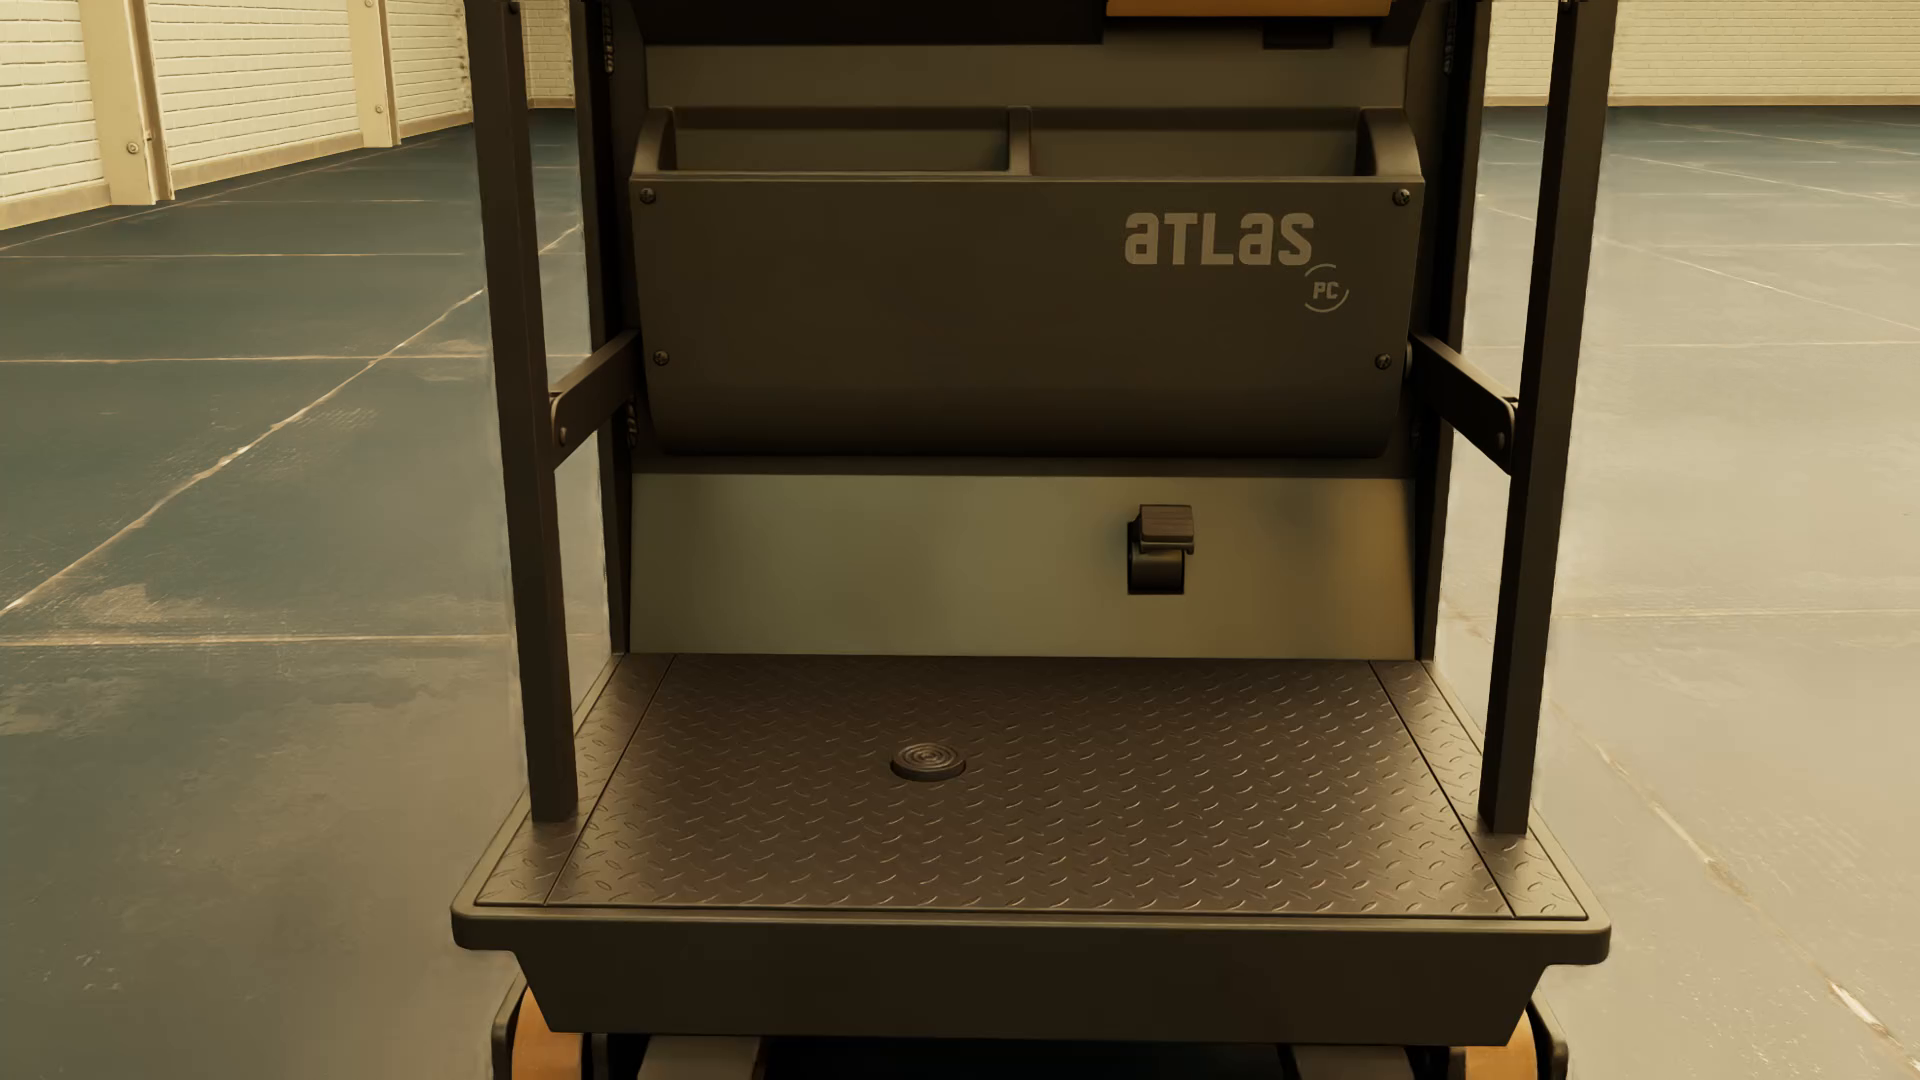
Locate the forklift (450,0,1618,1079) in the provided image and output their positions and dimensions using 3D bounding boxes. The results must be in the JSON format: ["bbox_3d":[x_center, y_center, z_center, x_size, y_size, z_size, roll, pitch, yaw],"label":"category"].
[{"bbox_3d":[0.074,-0.844,1.668,1.130,2.935,3.031,0,17,1],"label":"forklift"}]
